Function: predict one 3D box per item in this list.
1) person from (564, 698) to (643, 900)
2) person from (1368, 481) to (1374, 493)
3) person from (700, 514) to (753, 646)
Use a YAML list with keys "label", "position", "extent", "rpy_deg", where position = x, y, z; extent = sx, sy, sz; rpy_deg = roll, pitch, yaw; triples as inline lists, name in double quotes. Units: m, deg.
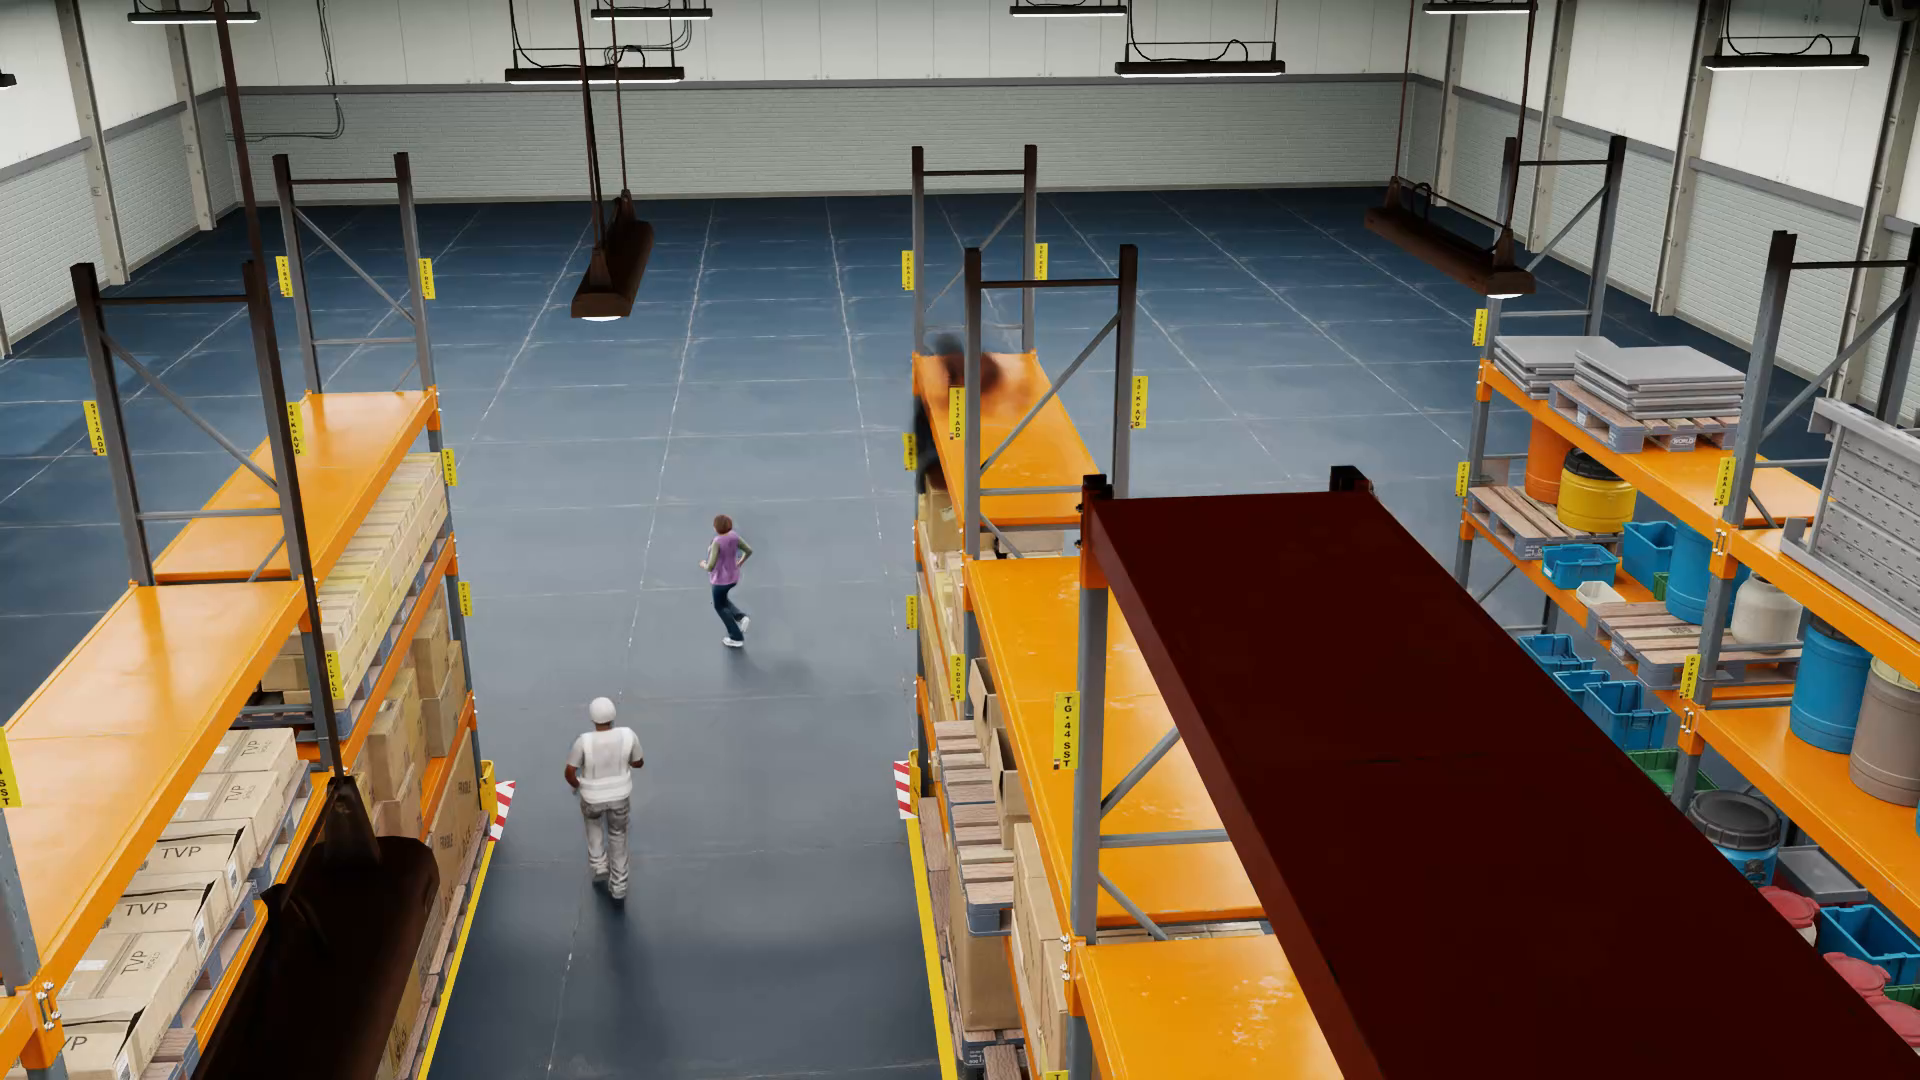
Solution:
- label: "person"
  position: [-2.959, 2.117, 13.903]
  extent: [0.653, 1.802, 0.720]
  rpy_deg: [-6, 22, -14]
- label: "person"
  position: [4.609, 0.063, 19.266]
  extent: [0.753, 1.628, 0.586]
  rpy_deg: [7, 23, 18]
- label: "person"
  position: [-2.633, 0.426, 18.447]
  extent: [0.533, 1.558, 0.535]
  rpy_deg: [13, 25, 29]
